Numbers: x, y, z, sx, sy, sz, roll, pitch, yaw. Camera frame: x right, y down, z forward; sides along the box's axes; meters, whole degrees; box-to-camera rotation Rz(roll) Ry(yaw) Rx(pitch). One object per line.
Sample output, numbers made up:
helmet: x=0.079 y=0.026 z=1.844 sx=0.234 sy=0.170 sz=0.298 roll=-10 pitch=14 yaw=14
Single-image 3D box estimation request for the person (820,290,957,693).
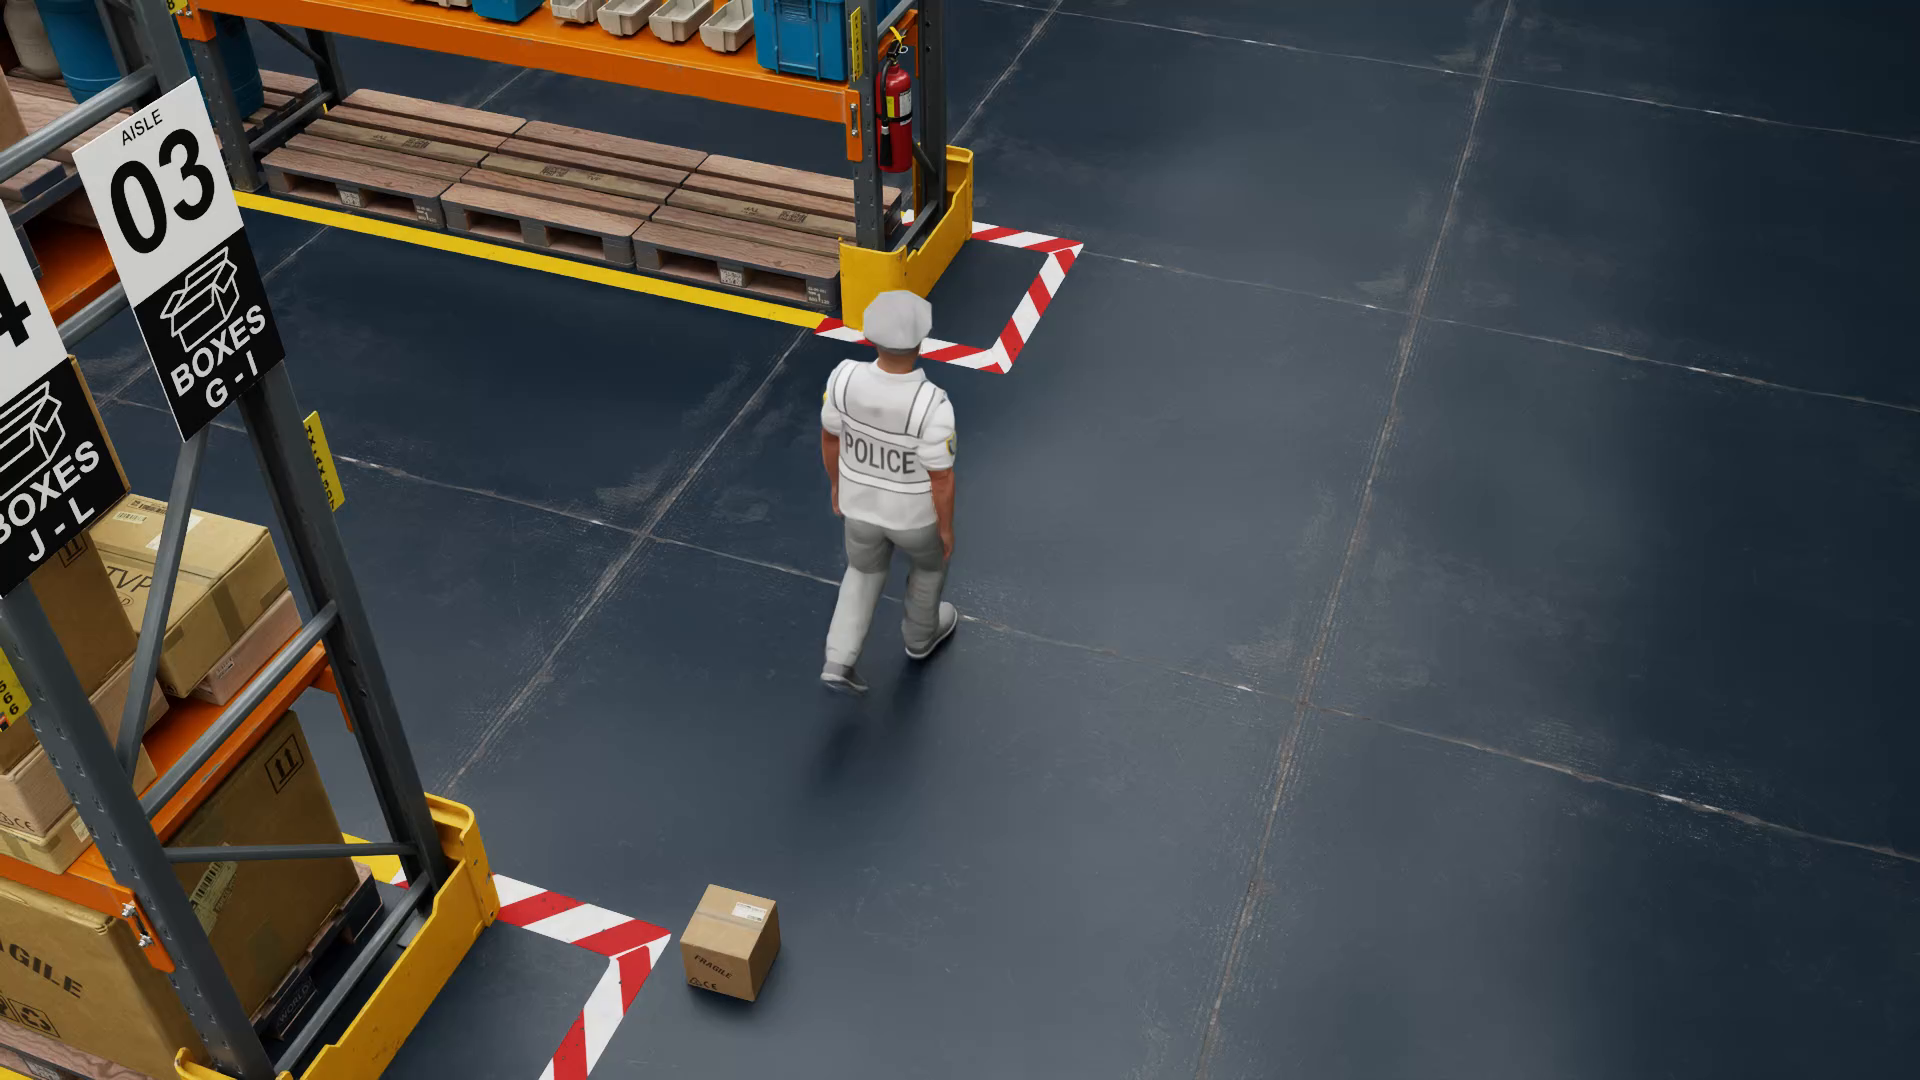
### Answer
person: x=-0.279 y=-0.131 z=6.266 sx=0.548 sy=1.739 sz=0.801 roll=15 pitch=43 yaw=17
